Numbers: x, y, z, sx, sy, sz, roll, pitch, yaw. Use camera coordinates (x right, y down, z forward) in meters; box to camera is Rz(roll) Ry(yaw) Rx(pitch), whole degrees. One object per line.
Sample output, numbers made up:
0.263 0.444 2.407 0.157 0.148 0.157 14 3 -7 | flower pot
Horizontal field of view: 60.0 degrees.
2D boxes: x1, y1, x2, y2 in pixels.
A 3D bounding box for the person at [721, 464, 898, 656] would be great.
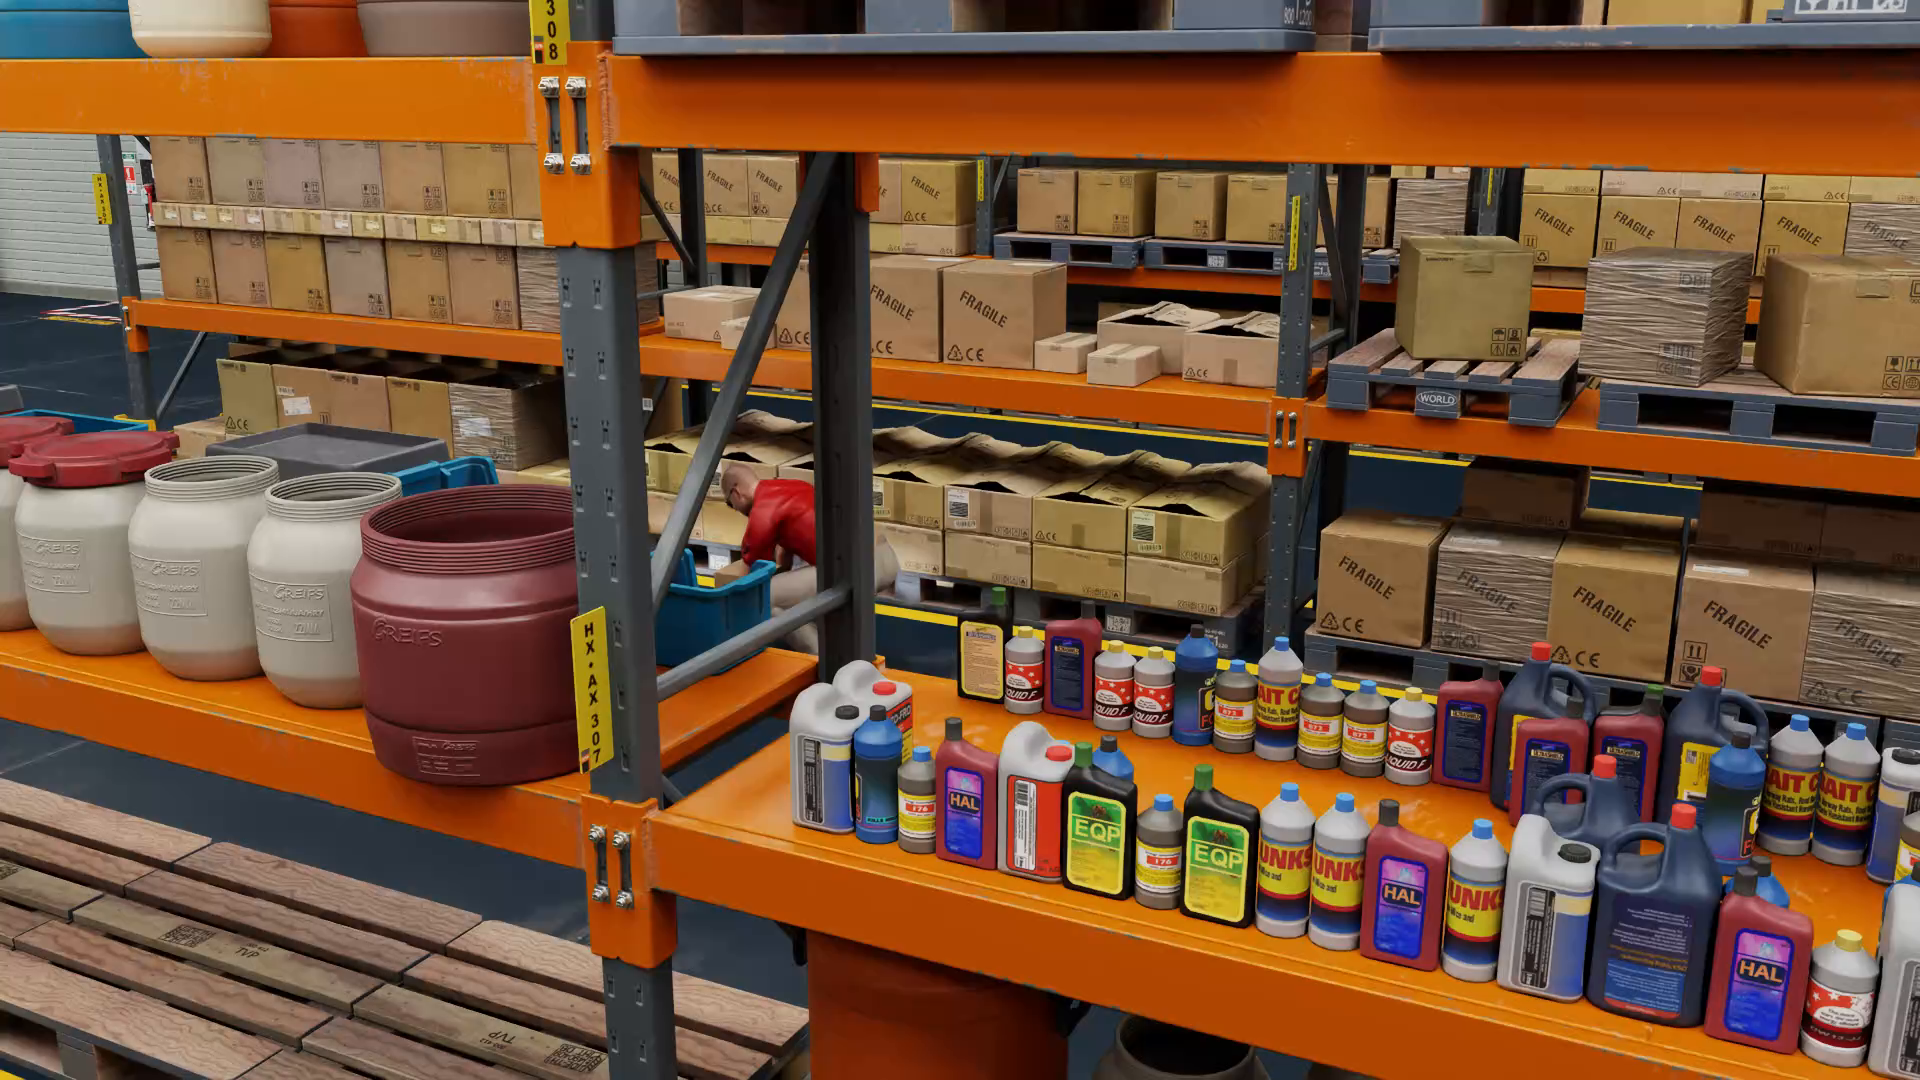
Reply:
-0.735 0.147 7.925 0.877 0.988 0.522 7 17 25 | person
